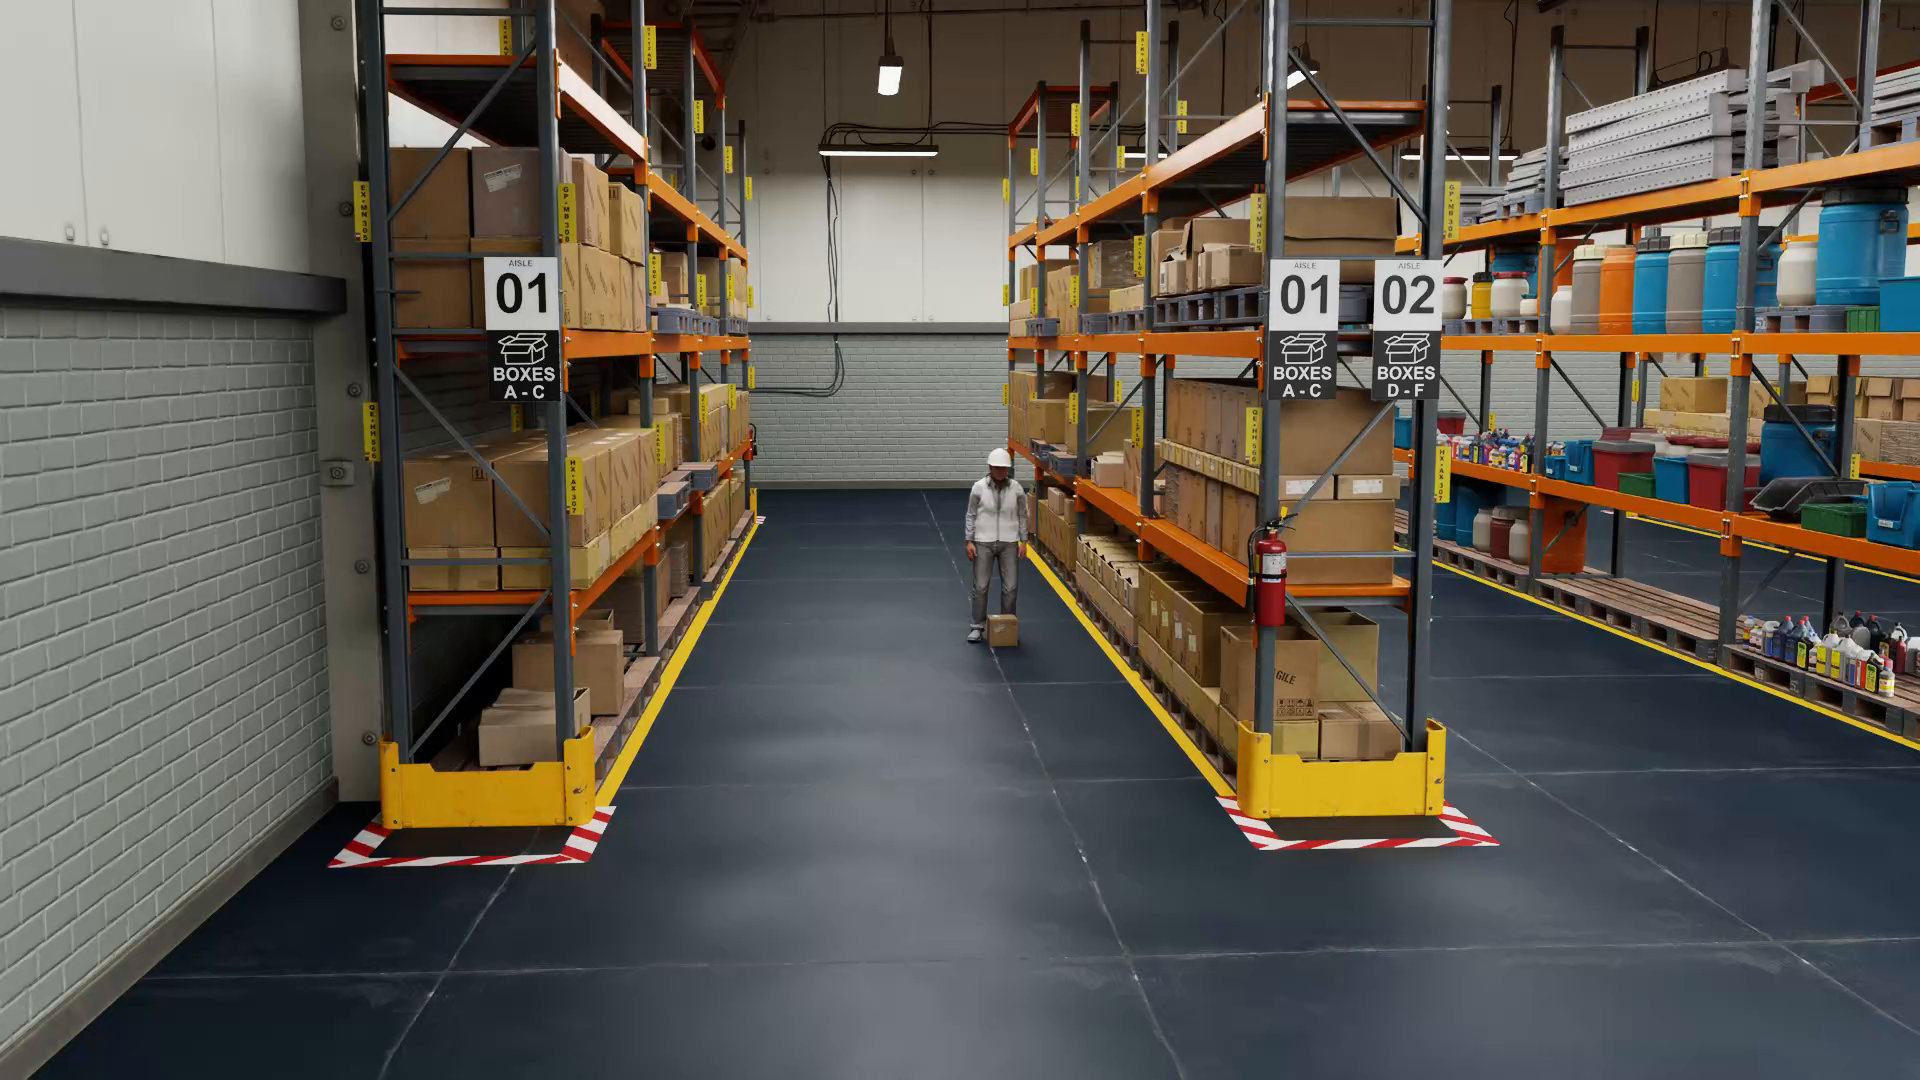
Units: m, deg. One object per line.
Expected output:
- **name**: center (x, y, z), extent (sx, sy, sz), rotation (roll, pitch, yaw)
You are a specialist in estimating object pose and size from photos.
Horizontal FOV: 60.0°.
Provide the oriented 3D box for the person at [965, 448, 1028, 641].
- **person**: center (0.338, 0.039, 15.302), extent (0.581, 1.771, 0.465), rotation (0, 7, -4)
